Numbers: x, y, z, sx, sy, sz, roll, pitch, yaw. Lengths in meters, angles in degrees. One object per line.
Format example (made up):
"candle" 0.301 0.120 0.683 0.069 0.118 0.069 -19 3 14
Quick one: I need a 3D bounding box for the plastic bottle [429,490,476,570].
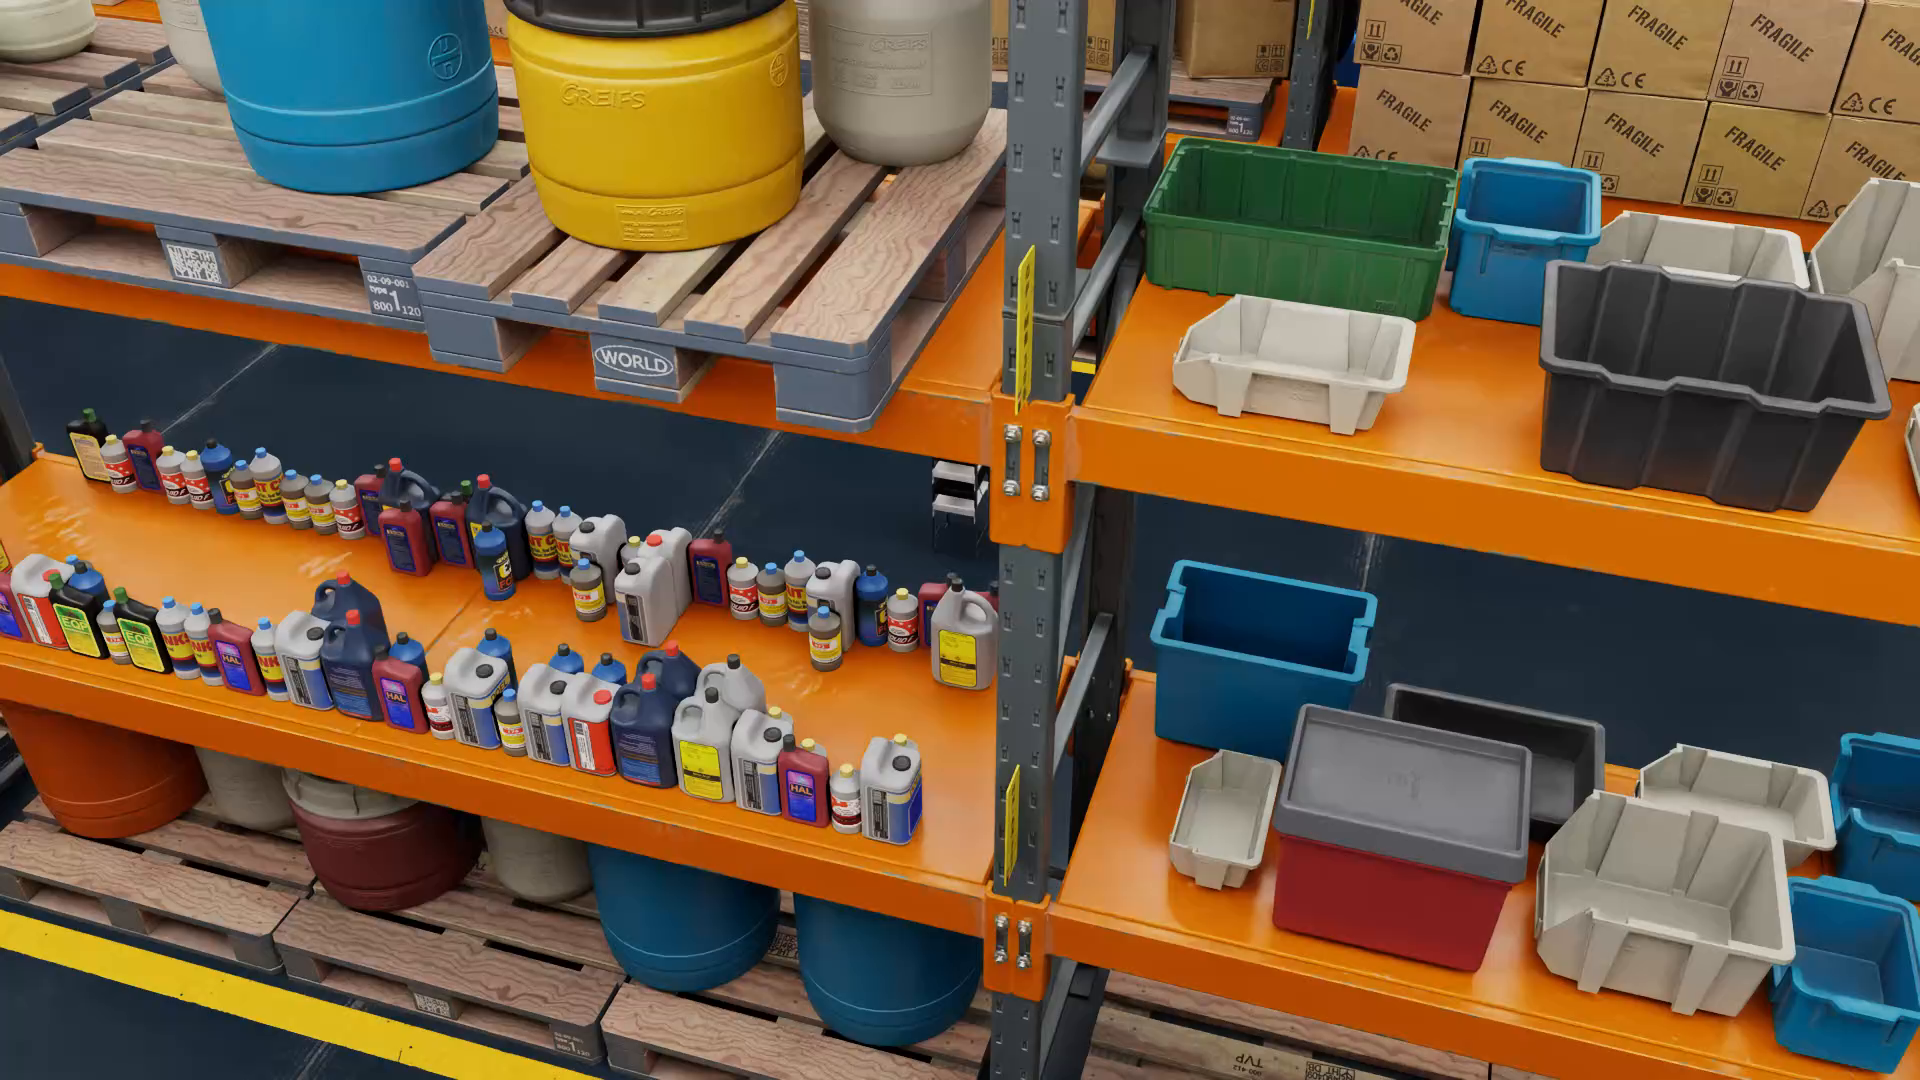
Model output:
"plastic bottle" -1.636 -0.041 5.373 0.133 0.283 0.061 10 38 14

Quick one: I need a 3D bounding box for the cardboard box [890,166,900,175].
"cardboard box" -0.086 -1.970 9.633 0.500 0.500 0.500 9 37 12

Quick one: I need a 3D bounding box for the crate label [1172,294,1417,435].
"crate label" 0.673 -0.356 3.395 0.466 0.136 0.293 10 38 14

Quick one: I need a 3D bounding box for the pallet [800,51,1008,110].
"pallet" -0.188 -2.594 8.906 1.213 0.211 1.003 10 38 14

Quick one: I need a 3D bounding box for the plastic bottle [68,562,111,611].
"plastic bottle" -2.647 0.184 5.078 0.097 0.271 0.097 0 36 0

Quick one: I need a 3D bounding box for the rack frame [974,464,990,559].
"rack frame" 0.105 -0.343 7.457 0.006 0.900 0.240 10 38 14

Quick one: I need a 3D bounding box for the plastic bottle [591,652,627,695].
"plastic bottle" -0.991 0.434 4.739 0.097 0.271 0.097 0 36 0

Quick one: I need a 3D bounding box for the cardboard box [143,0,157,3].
"cardboard box" -4.633 -3.522 9.920 0.500 0.500 0.500 13 38 17

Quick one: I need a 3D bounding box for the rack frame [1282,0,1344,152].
"rack frame" 1.772 -2.306 8.352 0.127 3.000 1.000 10 38 14

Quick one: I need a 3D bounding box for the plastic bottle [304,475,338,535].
"plastic bottle" -2.130 -0.126 5.558 0.097 0.201 0.097 0 36 0

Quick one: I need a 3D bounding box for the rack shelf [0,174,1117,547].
"rack shelf" -1.617 -0.776 4.350 4.000 0.370 1.077 10 38 14

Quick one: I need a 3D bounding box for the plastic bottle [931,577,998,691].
"plastic bottle" 0.014 0.263 4.903 0.185 0.351 0.144 10 38 14

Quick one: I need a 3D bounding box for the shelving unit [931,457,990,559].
"shelving unit" 0.008 -0.361 7.481 0.210 0.900 0.258 10 38 14

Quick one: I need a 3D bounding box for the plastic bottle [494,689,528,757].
"plastic bottle" -1.258 0.507 4.698 0.097 0.201 0.097 0 36 0

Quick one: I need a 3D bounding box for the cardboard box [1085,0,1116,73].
"cardboard box" 0.712 -2.811 8.600 0.500 0.500 0.700 16 39 21

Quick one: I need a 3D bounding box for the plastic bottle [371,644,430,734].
"plastic bottle" -1.595 0.423 4.743 0.133 0.283 0.061 10 38 14

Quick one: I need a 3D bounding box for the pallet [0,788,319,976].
"pallet" -2.761 1.028 6.175 1.213 0.211 1.003 10 38 14

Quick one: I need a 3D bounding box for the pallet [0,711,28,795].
"pallet" -4.254 0.753 6.548 1.213 0.211 1.003 10 38 14

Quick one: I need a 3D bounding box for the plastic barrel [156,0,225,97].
"plastic barrel" -1.789 -1.415 4.142 0.433 0.535 0.433 0 36 0

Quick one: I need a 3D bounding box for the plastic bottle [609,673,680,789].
"plastic bottle" -0.859 0.506 4.573 0.185 0.351 0.144 10 38 14

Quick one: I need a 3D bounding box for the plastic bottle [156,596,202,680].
"plastic bottle" -2.318 0.283 4.944 0.097 0.271 0.097 0 36 0

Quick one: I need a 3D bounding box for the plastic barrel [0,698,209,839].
"plastic barrel" -3.054 0.571 5.920 0.708 0.830 0.600 10 38 14

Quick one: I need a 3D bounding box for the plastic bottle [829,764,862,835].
"plastic bottle" -0.300 0.685 4.457 0.097 0.201 0.097 0 36 0

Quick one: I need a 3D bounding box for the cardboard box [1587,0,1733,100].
"cardboard box" 3.121 -2.324 7.449 0.500 0.500 0.500 9 37 13

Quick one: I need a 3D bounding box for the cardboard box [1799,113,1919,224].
"cardboard box" 4.111 -1.745 7.506 0.500 0.500 0.500 11 38 14

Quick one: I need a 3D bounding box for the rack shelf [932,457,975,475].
"rack shelf" 0.008 -0.407 7.448 0.200 0.077 0.258 10 38 14

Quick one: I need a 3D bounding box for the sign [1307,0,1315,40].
"sign" 1.610 -2.457 7.581 0.005 0.325 0.100 10 38 14

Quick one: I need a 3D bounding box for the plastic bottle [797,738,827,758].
"plastic bottle" -0.409 0.627 4.536 0.097 0.201 0.097 0 36 0

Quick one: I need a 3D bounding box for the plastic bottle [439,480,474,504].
"plastic bottle" -1.618 -0.075 5.420 0.133 0.283 0.061 10 38 14

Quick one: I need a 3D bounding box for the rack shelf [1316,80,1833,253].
"rack shelf" 3.681 -1.662 8.085 4.000 0.370 1.077 10 38 14

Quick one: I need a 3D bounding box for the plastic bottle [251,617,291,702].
"plastic bottle" -2.005 0.341 4.865 0.097 0.271 0.097 0 36 0

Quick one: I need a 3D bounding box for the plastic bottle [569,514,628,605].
"plastic bottle" -1.142 0.044 5.264 0.135 0.276 0.152 10 38 14

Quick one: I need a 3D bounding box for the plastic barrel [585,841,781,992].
"plastic barrel" -0.898 0.941 5.356 0.708 0.901 0.600 10 38 14

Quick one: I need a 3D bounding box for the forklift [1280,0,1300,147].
"forklift" 0.808 -4.681 11.638 6.019 2.935 3.258 11 38 15

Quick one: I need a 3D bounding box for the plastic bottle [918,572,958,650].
"plastic bottle" -0.058 0.214 5.028 0.133 0.283 0.061 10 38 14

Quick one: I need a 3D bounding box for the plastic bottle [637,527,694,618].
"plastic bottle" -0.920 0.085 5.208 0.135 0.276 0.152 10 38 14

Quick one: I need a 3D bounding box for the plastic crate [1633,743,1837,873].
"plastic crate" 2.044 0.716 4.418 0.466 0.136 0.293 10 38 14

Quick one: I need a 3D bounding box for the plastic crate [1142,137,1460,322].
"plastic crate" 0.786 -0.723 3.849 0.662 0.188 0.450 10 38 14

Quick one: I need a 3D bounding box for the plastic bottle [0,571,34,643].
"plastic bottle" -2.909 0.180 5.074 0.133 0.283 0.061 10 38 14

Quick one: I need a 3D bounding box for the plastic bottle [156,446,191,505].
"plastic bottle" -2.688 -0.229 5.698 0.097 0.201 0.097 0 36 0

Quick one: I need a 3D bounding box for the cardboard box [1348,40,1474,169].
"cardboard box" 2.178 -2.102 7.991 0.500 0.500 0.500 11 38 15

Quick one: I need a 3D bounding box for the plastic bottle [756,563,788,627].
"plastic bottle" -0.581 0.161 5.168 0.097 0.201 0.097 0 36 0
